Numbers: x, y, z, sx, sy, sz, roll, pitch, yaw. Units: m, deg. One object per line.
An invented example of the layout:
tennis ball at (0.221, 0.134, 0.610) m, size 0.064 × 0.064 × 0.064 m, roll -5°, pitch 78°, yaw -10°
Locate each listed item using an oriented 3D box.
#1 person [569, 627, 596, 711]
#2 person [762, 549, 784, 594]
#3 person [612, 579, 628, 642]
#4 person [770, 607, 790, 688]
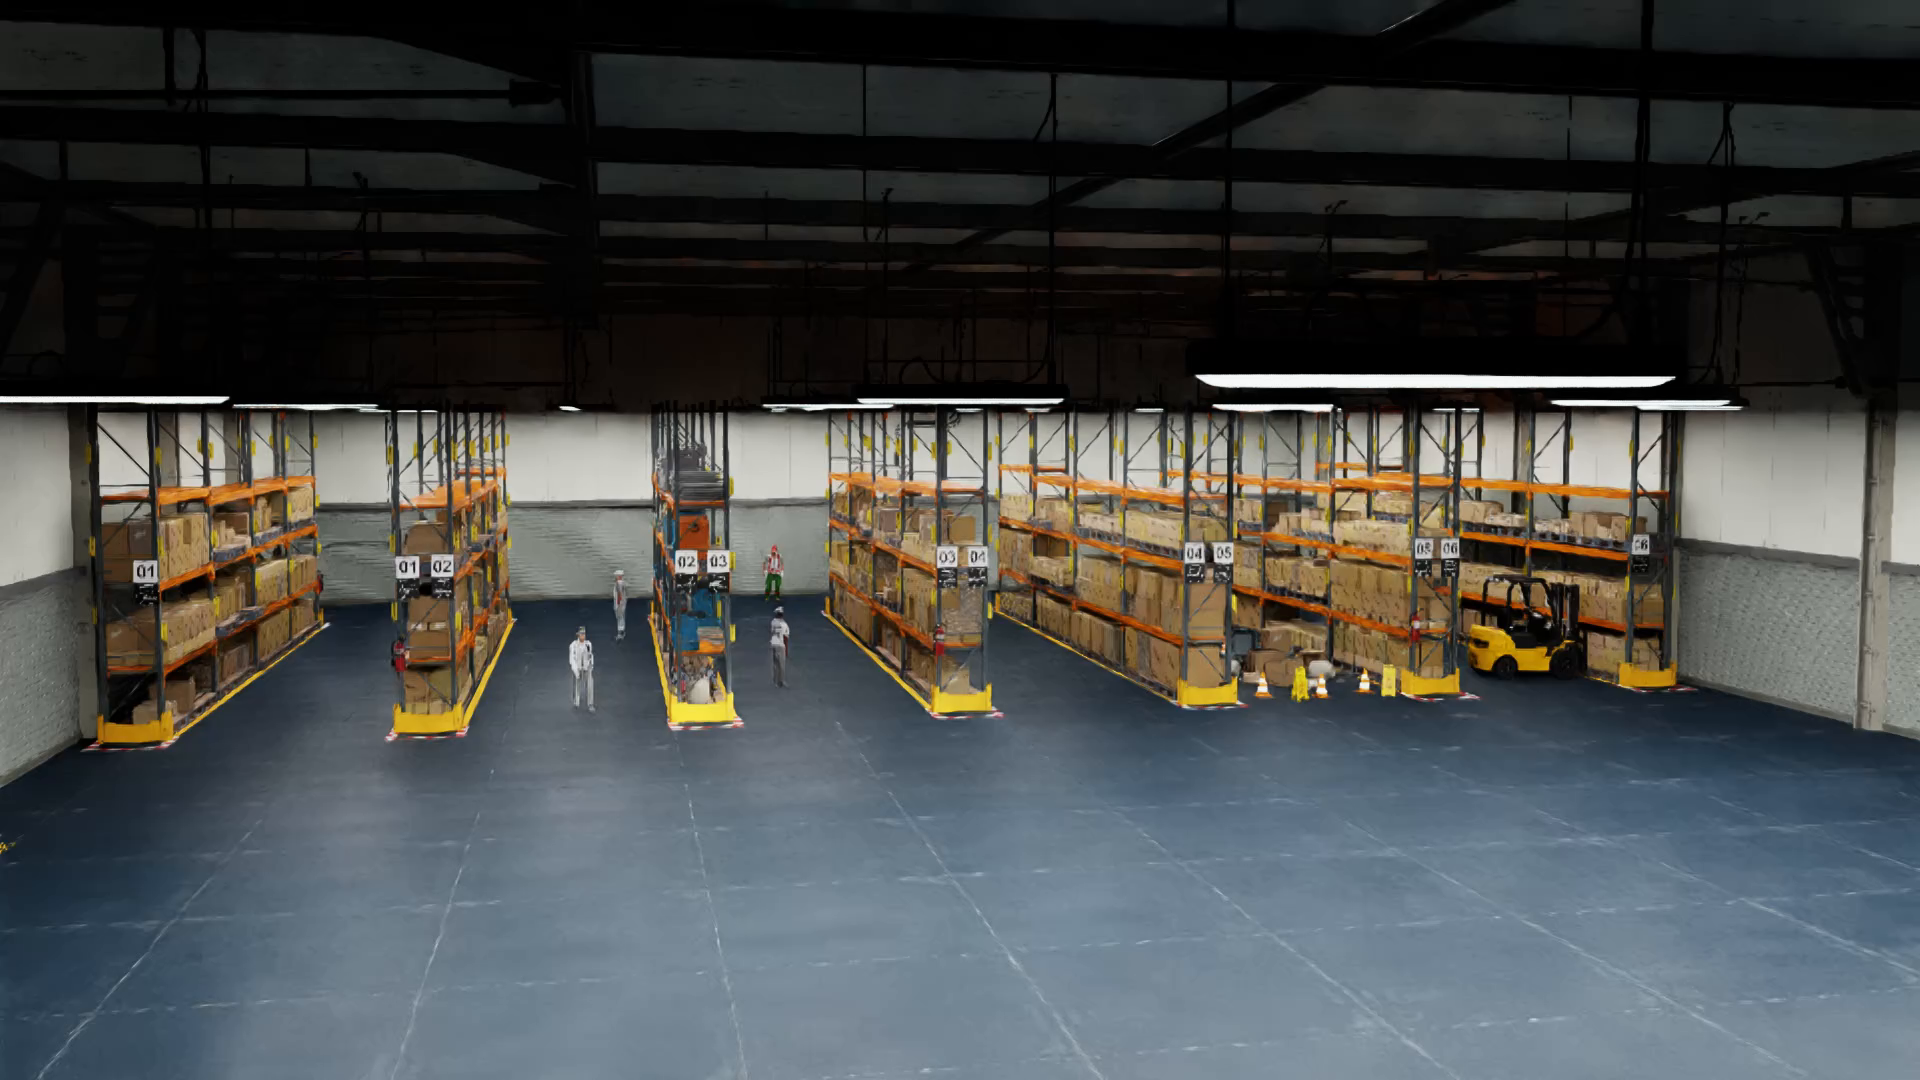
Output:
person at (-7.316, 2.472, 32.151) m, size 0.483 × 1.621 × 0.993 m, roll -2°, pitch 5°, yaw -20°
person at (-5.718, 0.932, 50.993) m, size 0.677 × 1.467 × 0.453 m, roll -1°, pitch 4°, yaw -13°
person at (-8.634, 1.773, 42.180) m, size 0.401 × 1.588 × 0.572 m, roll 0°, pitch 4°, yaw 0°
person at (-3.749, 2.252, 34.906) m, size 0.422 × 1.664 × 0.447 m, roll -4°, pitch 6°, yaw -43°
